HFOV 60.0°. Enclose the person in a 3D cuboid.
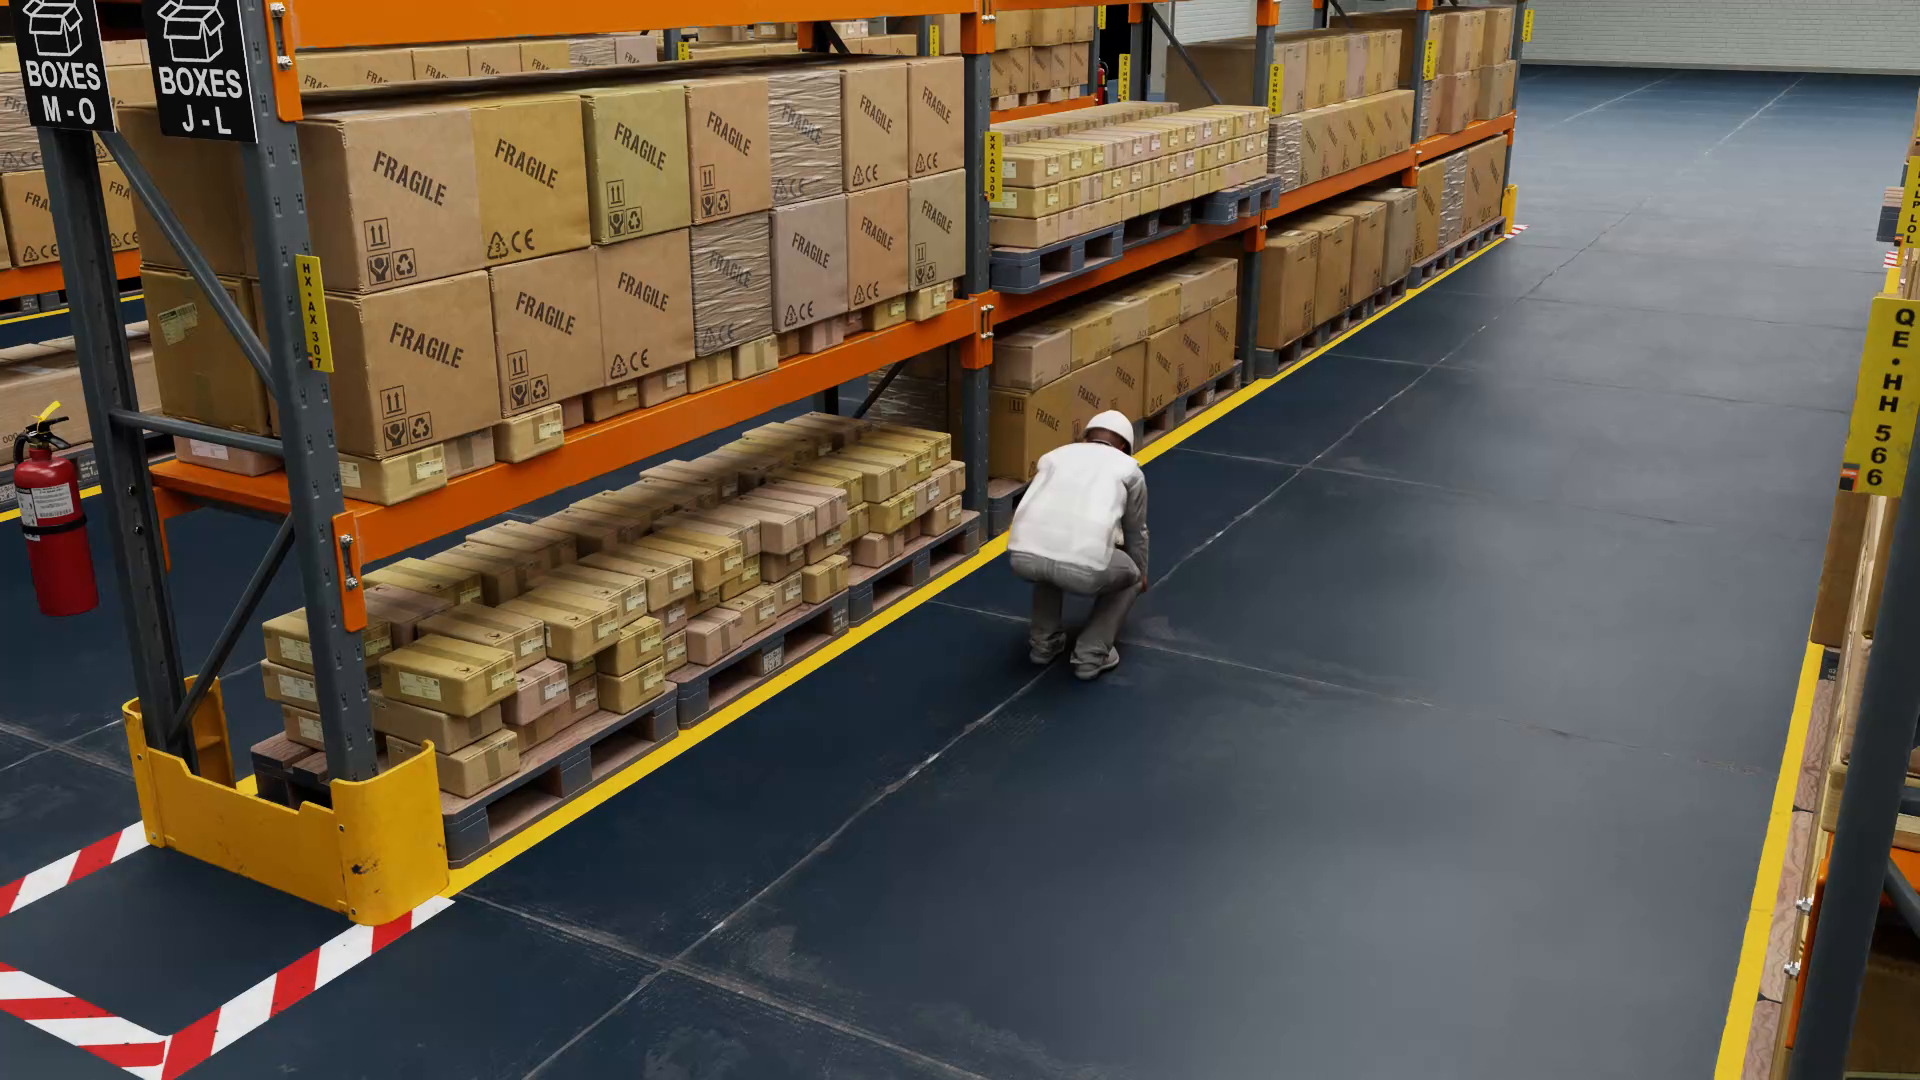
[{"bbox_3d":[0.532,0.017,7.157,0.511,1.004,0.929,10,22,26],"label":"person"}]
